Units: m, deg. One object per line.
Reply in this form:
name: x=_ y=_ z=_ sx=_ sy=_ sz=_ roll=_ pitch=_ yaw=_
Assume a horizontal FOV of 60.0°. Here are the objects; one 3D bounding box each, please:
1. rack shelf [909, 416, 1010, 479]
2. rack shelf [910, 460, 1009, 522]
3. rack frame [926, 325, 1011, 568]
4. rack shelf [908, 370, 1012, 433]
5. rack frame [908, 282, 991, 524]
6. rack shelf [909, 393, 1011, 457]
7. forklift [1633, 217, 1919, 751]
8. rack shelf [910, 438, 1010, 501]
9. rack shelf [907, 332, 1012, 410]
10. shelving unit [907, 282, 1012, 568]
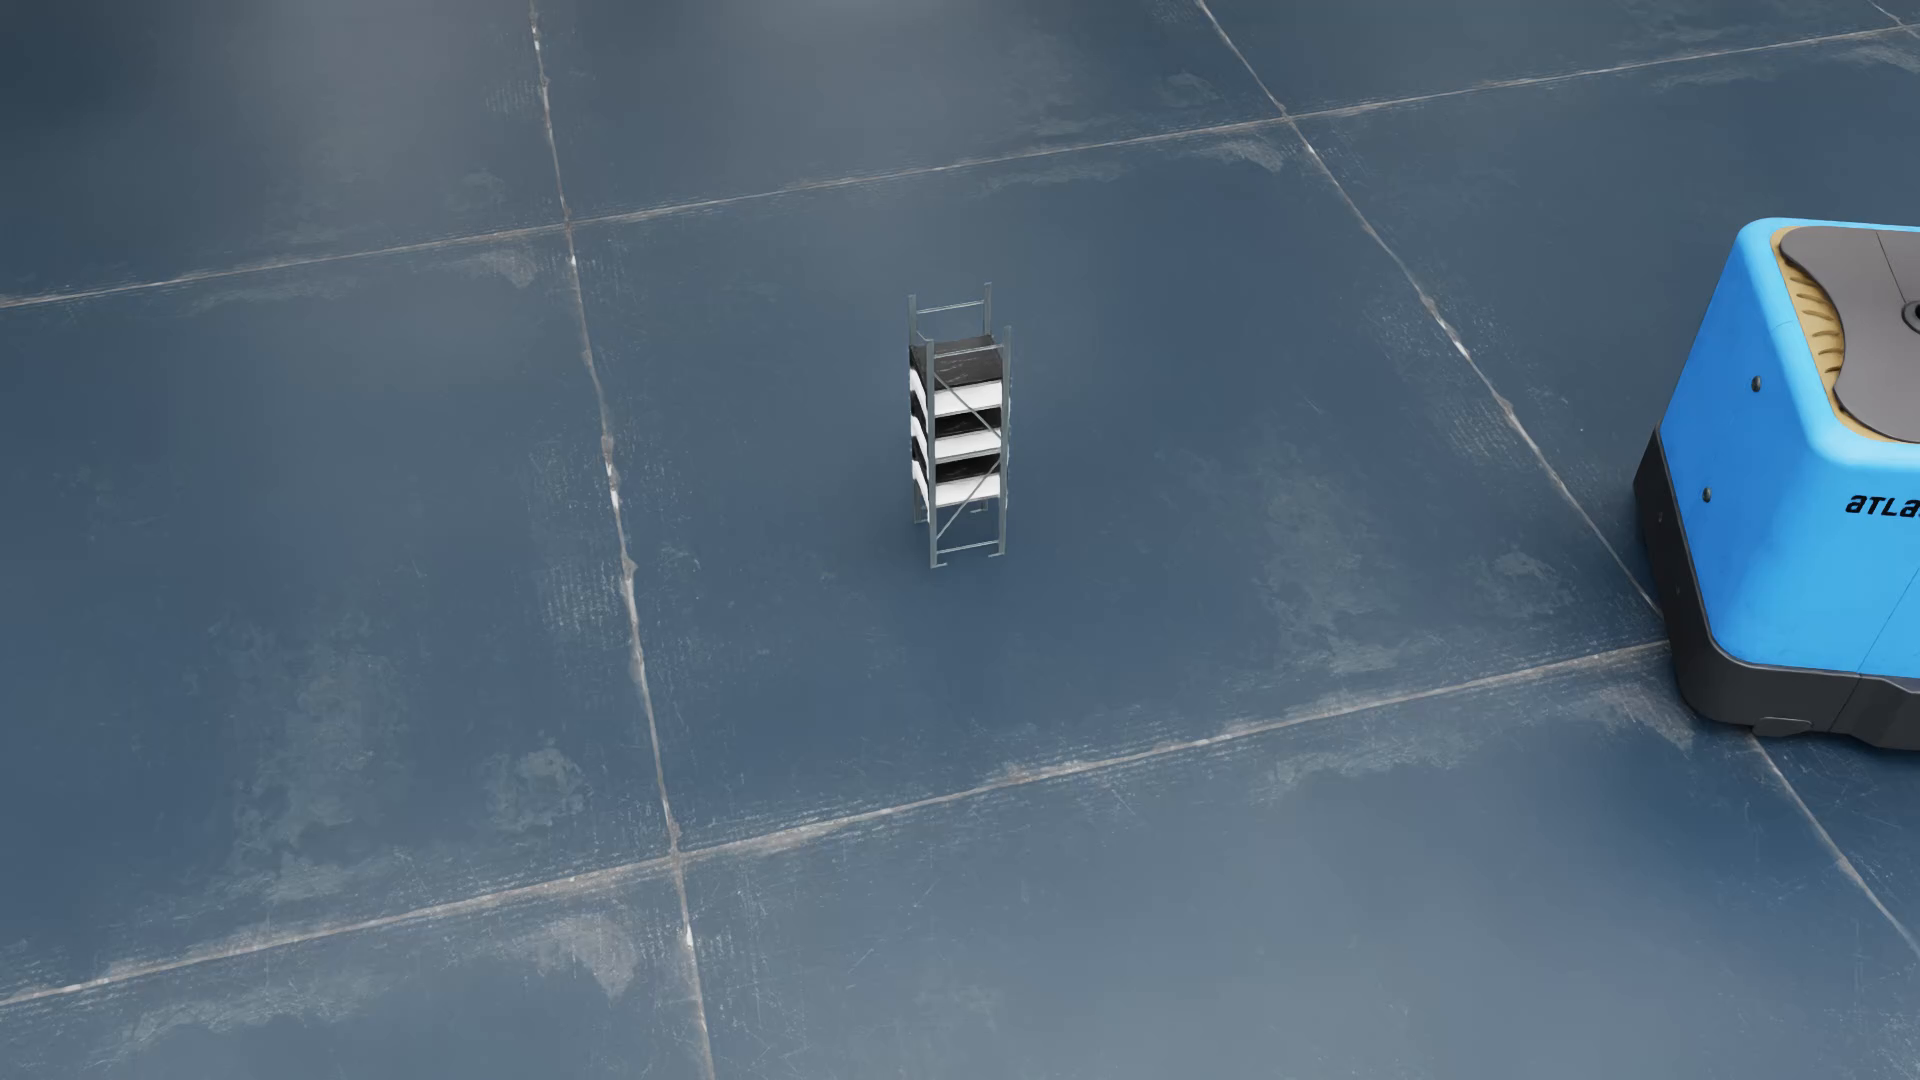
rack shelf: x=-0.002 y=-0.297 z=4.958 sx=0.258 sy=0.077 sz=0.200 roll=-11 pitch=47 yaw=-10
rack shelf: x=-0.002 y=-0.171 z=5.086 sx=0.258 sy=0.077 sz=0.200 roll=-11 pitch=47 yaw=-10
rack frame: x=0.024 y=-0.250 z=4.865 sx=0.240 sy=0.900 sz=0.006 roll=-11 pitch=47 yaw=-10
rack shelf: x=-0.002 y=-0.423 z=4.829 sx=0.258 sy=0.077 sz=0.200 roll=-11 pitch=47 yaw=-10
rack frame: x=-0.028 y=-0.391 z=5.003 sx=0.240 sy=0.900 sz=0.006 roll=-11 pitch=47 yaw=-10
rack shelf: x=-0.002 y=-0.360 z=4.894 sx=0.258 sy=0.077 sz=0.200 roll=-11 pitch=47 yaw=-10
forklift: x=3.604 y=-0.715 z=3.899 sx=3.031 sy=2.935 sz=1.130 roll=5 pitch=46 yaw=5
rack shelf: x=-0.002 y=-0.234 z=5.022 sx=0.258 sy=0.077 sz=0.200 roll=-11 pitch=47 yaw=-10
rack shelf: x=-0.002 y=-0.486 z=4.765 sx=0.258 sy=0.077 sz=0.200 roll=-11 pitch=47 yaw=-10
shelving unit: x=-0.002 y=-0.321 z=4.934 sx=0.258 sy=0.900 sz=0.210 roll=-11 pitch=47 yaw=-10
